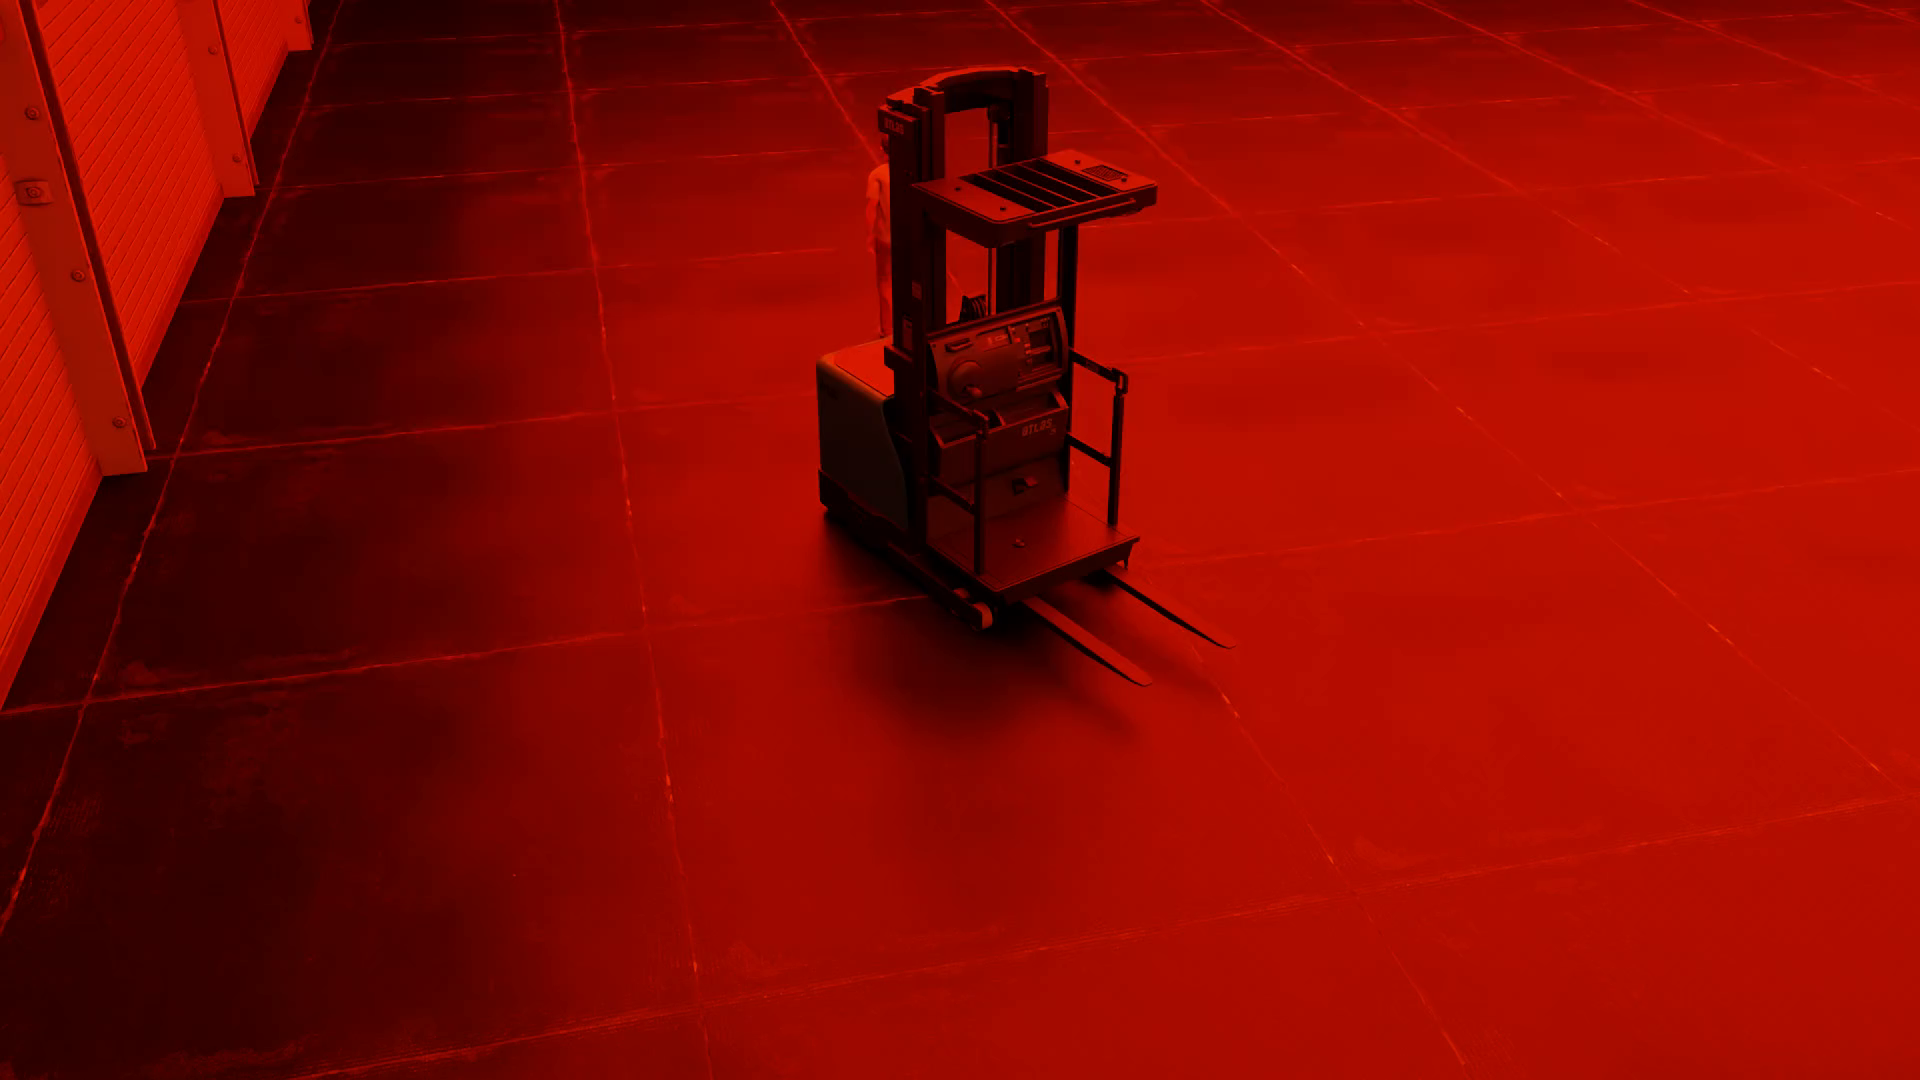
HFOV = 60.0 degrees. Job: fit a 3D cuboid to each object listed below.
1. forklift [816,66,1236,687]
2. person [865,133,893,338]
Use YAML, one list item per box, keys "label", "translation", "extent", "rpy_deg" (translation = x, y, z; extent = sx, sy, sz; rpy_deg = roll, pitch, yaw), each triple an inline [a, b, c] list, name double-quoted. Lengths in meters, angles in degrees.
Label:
- label: "forklift"
  translation: [0.355, -1.021, 9.338]
  extent: [1.130, 2.935, 3.031]
  rpy_deg: [-20, 35, -30]
- label: "person"
  translation: [-0.479, -2.350, 12.891]
  extent: [0.519, 1.671, 0.365]
  rpy_deg: [-5, 30, -9]
